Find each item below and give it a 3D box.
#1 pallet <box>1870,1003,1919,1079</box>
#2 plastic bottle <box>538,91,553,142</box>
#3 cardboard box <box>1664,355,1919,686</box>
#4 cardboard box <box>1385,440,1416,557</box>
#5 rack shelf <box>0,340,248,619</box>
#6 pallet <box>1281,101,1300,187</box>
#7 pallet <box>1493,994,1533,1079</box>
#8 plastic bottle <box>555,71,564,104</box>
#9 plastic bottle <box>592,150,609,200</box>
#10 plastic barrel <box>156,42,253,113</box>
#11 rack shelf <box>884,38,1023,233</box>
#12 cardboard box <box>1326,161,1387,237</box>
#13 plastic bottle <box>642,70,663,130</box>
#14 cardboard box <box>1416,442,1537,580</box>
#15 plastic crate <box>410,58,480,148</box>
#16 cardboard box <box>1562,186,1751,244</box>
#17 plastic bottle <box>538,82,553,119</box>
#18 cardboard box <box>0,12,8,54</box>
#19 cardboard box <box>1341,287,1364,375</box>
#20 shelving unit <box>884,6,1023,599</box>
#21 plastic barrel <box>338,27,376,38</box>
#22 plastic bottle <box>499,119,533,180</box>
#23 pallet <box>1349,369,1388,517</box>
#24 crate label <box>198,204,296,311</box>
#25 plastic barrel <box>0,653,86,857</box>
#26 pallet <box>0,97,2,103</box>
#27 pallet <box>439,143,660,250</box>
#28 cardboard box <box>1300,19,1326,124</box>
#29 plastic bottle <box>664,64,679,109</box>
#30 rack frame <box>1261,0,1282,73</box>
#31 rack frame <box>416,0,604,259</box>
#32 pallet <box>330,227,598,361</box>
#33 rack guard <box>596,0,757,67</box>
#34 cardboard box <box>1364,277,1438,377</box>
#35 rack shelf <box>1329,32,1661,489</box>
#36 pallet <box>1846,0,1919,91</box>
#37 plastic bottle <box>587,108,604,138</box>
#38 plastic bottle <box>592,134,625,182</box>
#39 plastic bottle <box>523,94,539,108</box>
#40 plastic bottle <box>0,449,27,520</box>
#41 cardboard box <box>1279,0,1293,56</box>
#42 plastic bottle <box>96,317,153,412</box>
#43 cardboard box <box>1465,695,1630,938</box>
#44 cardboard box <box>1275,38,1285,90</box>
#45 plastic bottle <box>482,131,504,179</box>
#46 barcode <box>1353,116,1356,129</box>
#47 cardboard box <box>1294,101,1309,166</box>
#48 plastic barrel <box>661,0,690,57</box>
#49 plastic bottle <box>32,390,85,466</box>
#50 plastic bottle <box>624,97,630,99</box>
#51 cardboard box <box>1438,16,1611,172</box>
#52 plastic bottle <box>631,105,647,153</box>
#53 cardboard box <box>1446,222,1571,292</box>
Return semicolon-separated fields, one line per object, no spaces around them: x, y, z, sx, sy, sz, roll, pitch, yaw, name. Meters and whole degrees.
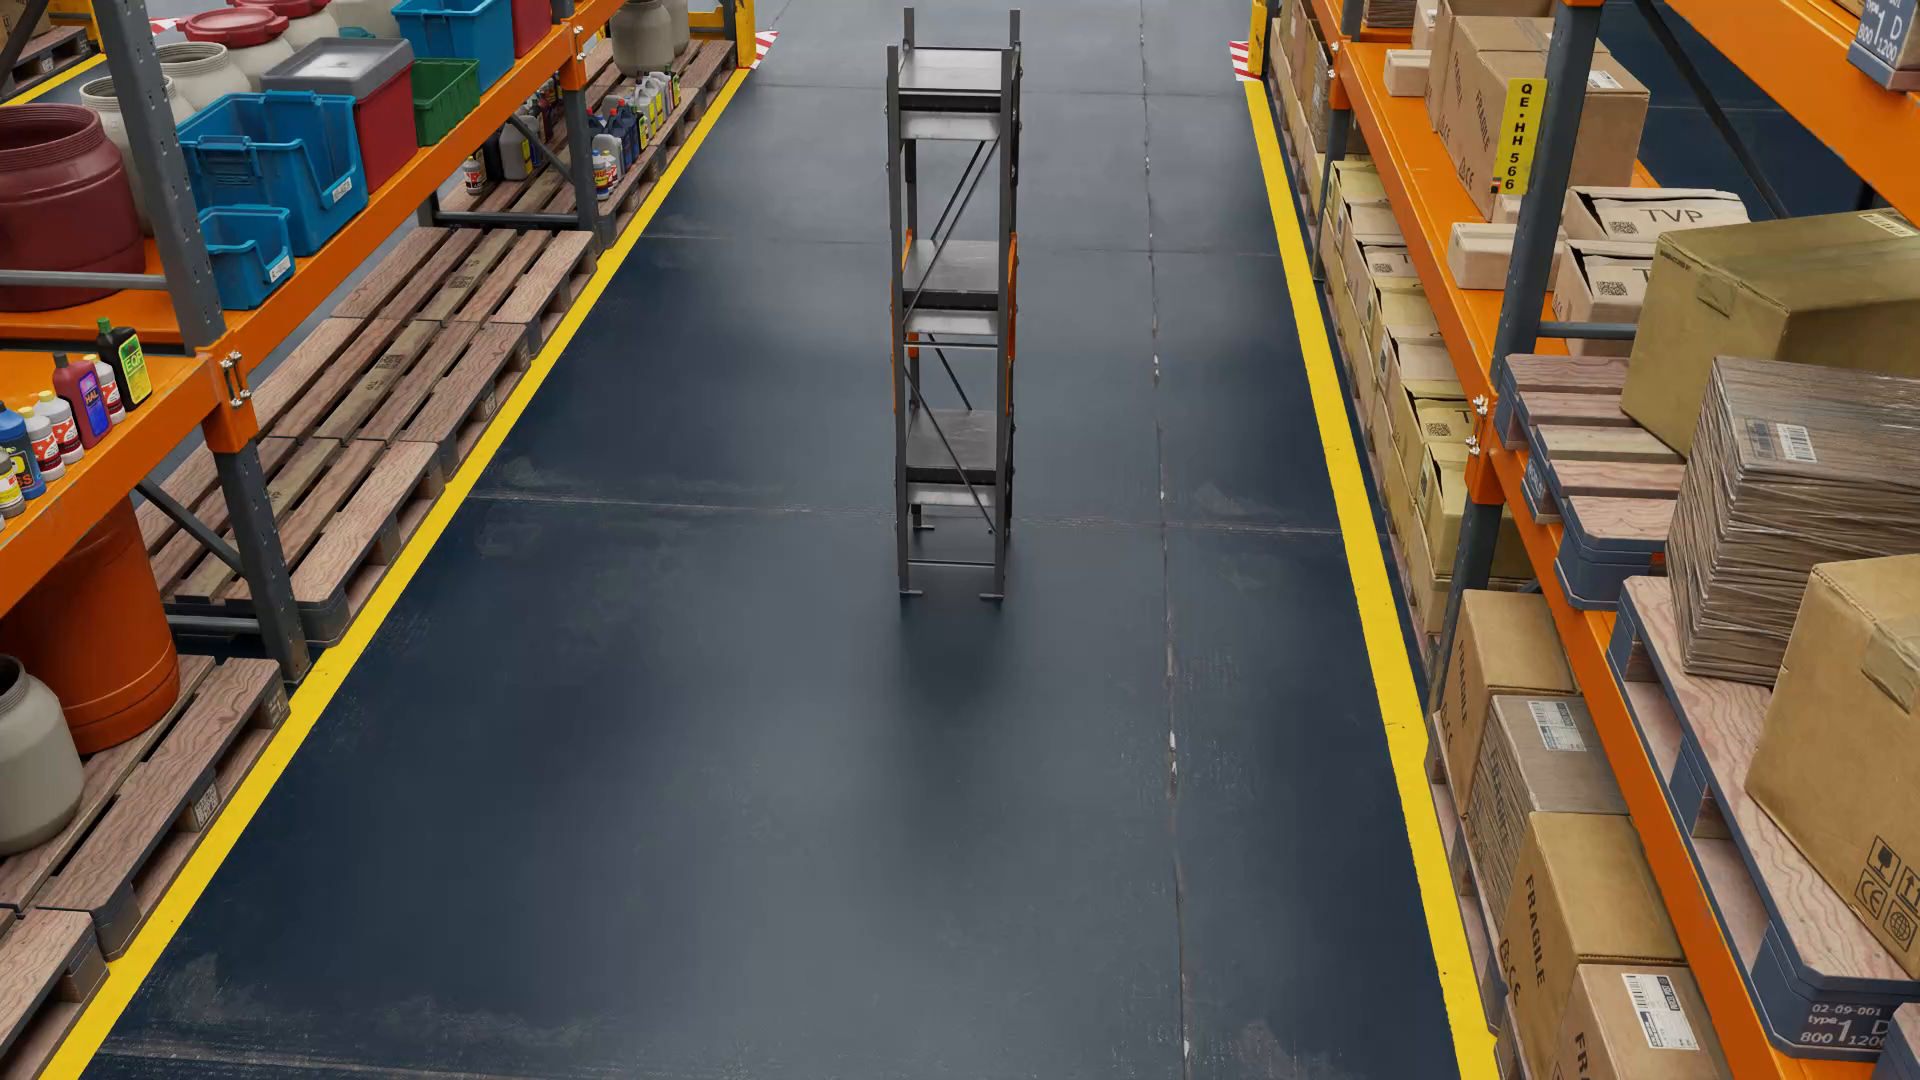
1.942;1.164;2.185;1.003;0.211;1.213;2;32;4;pallet
-2.586;-2.631;10.330;0.061;0.283;0.133;2;32;4;plastic bottle
1.890;-0.013;3.416;0.700;0.500;0.500;8;33;13;cardboard box
1.932;-0.159;6.370;0.500;0.250;0.500;2;32;3;cardboard box
-3.005;0.543;3.696;1.077;0.370;4.000;2;32;4;rack shelf
2.623;-2.554;10.693;1.003;0.211;1.213;2;32;4;pallet
1.894;1.616;3.926;1.003;0.211;1.213;2;32;4;pallet
-2.658;-3.000;11.006;0.097;0.201;0.097;0;32;0;plastic bottle
-2.054;-2.075;9.439;0.097;0.271;0.097;0;32;0;plastic bottle
-2.937;-1.624;6.420;0.421;0.512;0.421;0;32;0;plastic barrel
-0.014;-1.392;5.699;0.431;0.518;0.480;2;32;4;rack shelf
2.138;-1.729;8.383;0.500;0.311;0.500;3;32;4;cardboard box
-1.972;-2.783;10.513;0.144;0.351;0.185;4;32;6;plastic bottle
1.891;-0.127;5.783;0.500;0.311;0.500;3;32;5;cardboard box
-2.377;-1.888;7.157;0.450;0.188;0.662;2;32;4;plastic crate
2.360;-1.017;5.627;0.500;0.311;0.500;2;32;3;cardboard box
-2.685;-2.852;10.700;0.097;0.271;0.097;0;32;0;plastic bottle
-7.210;-3.679;11.843;0.500;0.500;0.500;11;33;17;cardboard box
2.058;-0.957;7.665;0.500;0.250;0.500;2;32;2;cardboard box
-0.013;-0.807;6.059;0.431;2.100;0.503;2;32;4;shelving unit
-2.778;-2.157;7.522;0.301;0.262;0.301;0;32;0;plastic barrel
-2.608;-2.304;9.734;0.144;0.351;0.185;2;32;4;plastic bottle
2.302;-0.474;7.318;1.003;0.211;1.213;2;32;4;pallet
-2.435;-0.942;5.580;0.303;0.233;0.416;2;32;4;crate label
-2.822;0.627;4.845;0.421;0.512;0.421;0;32;0;plastic barrel
-7.337;-2.918;11.283;1.003;0.211;1.213;2;32;4;pallet
-2.421;-2.063;9.897;1.003;0.211;1.213;2;32;4;pallet
2.329;-2.789;9.923;0.500;0.500;0.500;2;32;4;cardboard box
-1.895;-2.983;10.900;0.061;0.283;0.133;3;32;5;plastic bottle
2.745;-4.779;11.646;1.000;3.000;0.127;2;32;4;rack frame
-2.517;-2.901;8.598;1.000;3.000;0.127;2;32;4;rack frame
-2.542;-1.302;8.661;1.003;0.211;1.213;2;32;4;pallet
-2.150;-3.887;12.580;1.175;0.500;0.348;2;32;4;rack guard
2.014;-0.925;7.078;0.500;0.311;0.500;3;32;5;cardboard box
2.257;-1.335;6.744;1.077;0.370;4.000;2;32;4;rack shelf
1.973;-0.582;2.155;1.213;0.211;1.003;2;32;4;pallet
-2.181;-2.371;9.844;0.144;0.351;0.185;2;32;4;plastic bottle
-2.055;-2.247;9.714;0.152;0.276;0.135;4;32;6;plastic bottle
-2.693;-2.632;10.338;0.152;0.276;0.135;3;32;5;plastic bottle
-2.520;-0.162;4.343;0.097;0.201;0.097;0;32;0;plastic bottle
2.441;-3.574;11.196;0.500;0.500;0.500;2;32;4;cardboard box
-2.450;-0.530;4.862;0.061;0.283;0.133;2;32;4;plastic bottle
1.735;0.781;4.587;0.500;0.500;0.500;1;32;2;cardboard box
2.443;-3.255;11.393;0.500;0.250;0.500;2;32;4;cardboard box
-2.752;-2.310;9.744;0.144;0.351;0.185;2;32;3;plastic bottle
1.984;-2.104;8.353;0.001;0.075;0.075;2;32;4;barcode
2.316;-2.471;10.120;0.500;0.250;0.500;2;32;4;cardboard box
-2.169;-3.765;11.971;0.421;0.512;0.421;0;32;0;plastic barrel
-2.497;-0.315;4.591;0.097;0.201;0.097;0;32;0;plastic bottle
-2.096;-2.702;10.523;0.097;0.201;0.097;0;32;0;plastic bottle
2.257;-1.792;6.703;0.500;0.500;0.500;3;32;4;cardboard box
-1.967;-2.520;10.149;0.061;0.283;0.133;4;32;6;plastic bottle
1.892;-0.971;5.706;0.380;0.149;0.250;2;32;4;cardboard box
